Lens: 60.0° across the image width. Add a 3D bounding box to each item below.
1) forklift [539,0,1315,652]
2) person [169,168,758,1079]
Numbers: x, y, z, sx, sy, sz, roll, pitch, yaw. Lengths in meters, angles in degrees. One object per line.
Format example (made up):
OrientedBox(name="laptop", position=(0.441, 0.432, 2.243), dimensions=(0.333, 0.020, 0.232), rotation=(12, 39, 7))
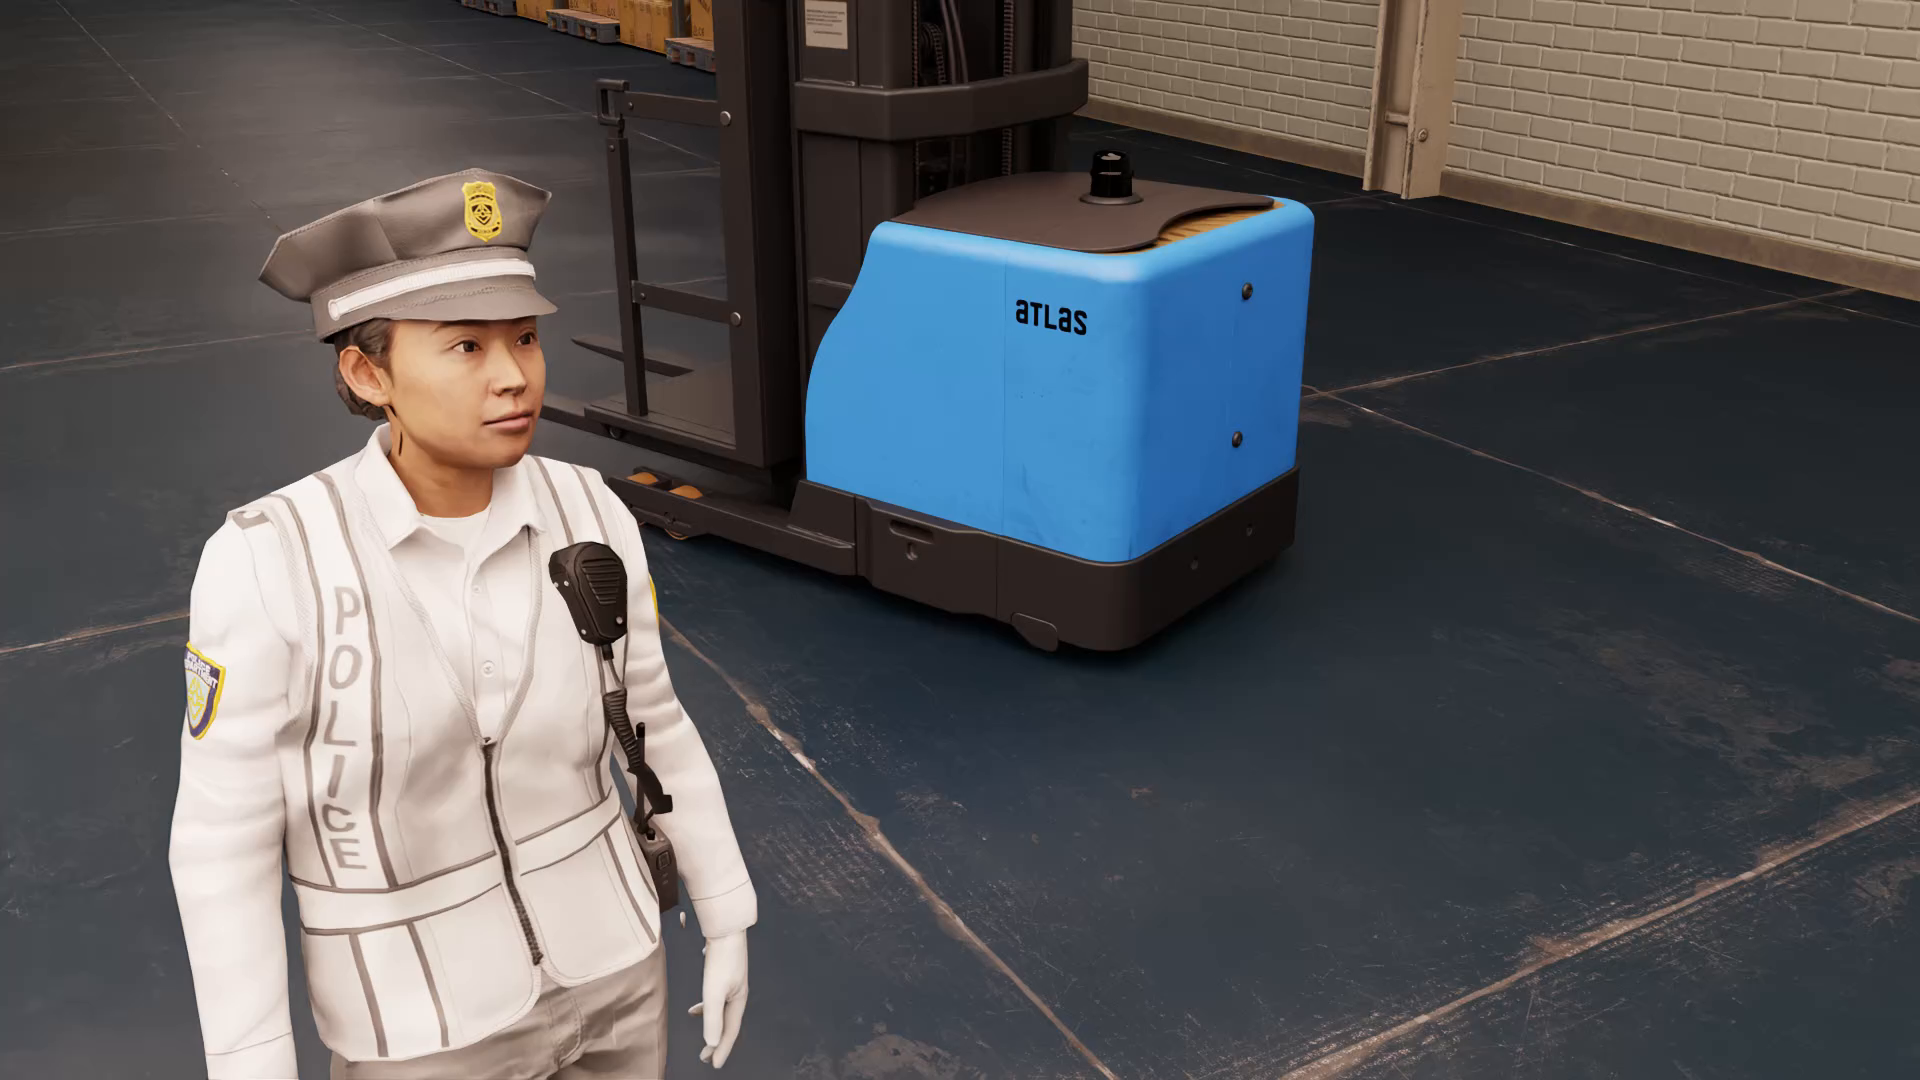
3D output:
OrientedBox(name="forklift", position=(-0.481, -1.497, 4.922), dimensions=(3.031, 2.935, 1.130), rotation=(16, 27, 34))
OrientedBox(name="person", position=(-0.436, 0.496, 1.675), dimensions=(0.588, 1.694, 0.529), rotation=(-18, 28, -36))
